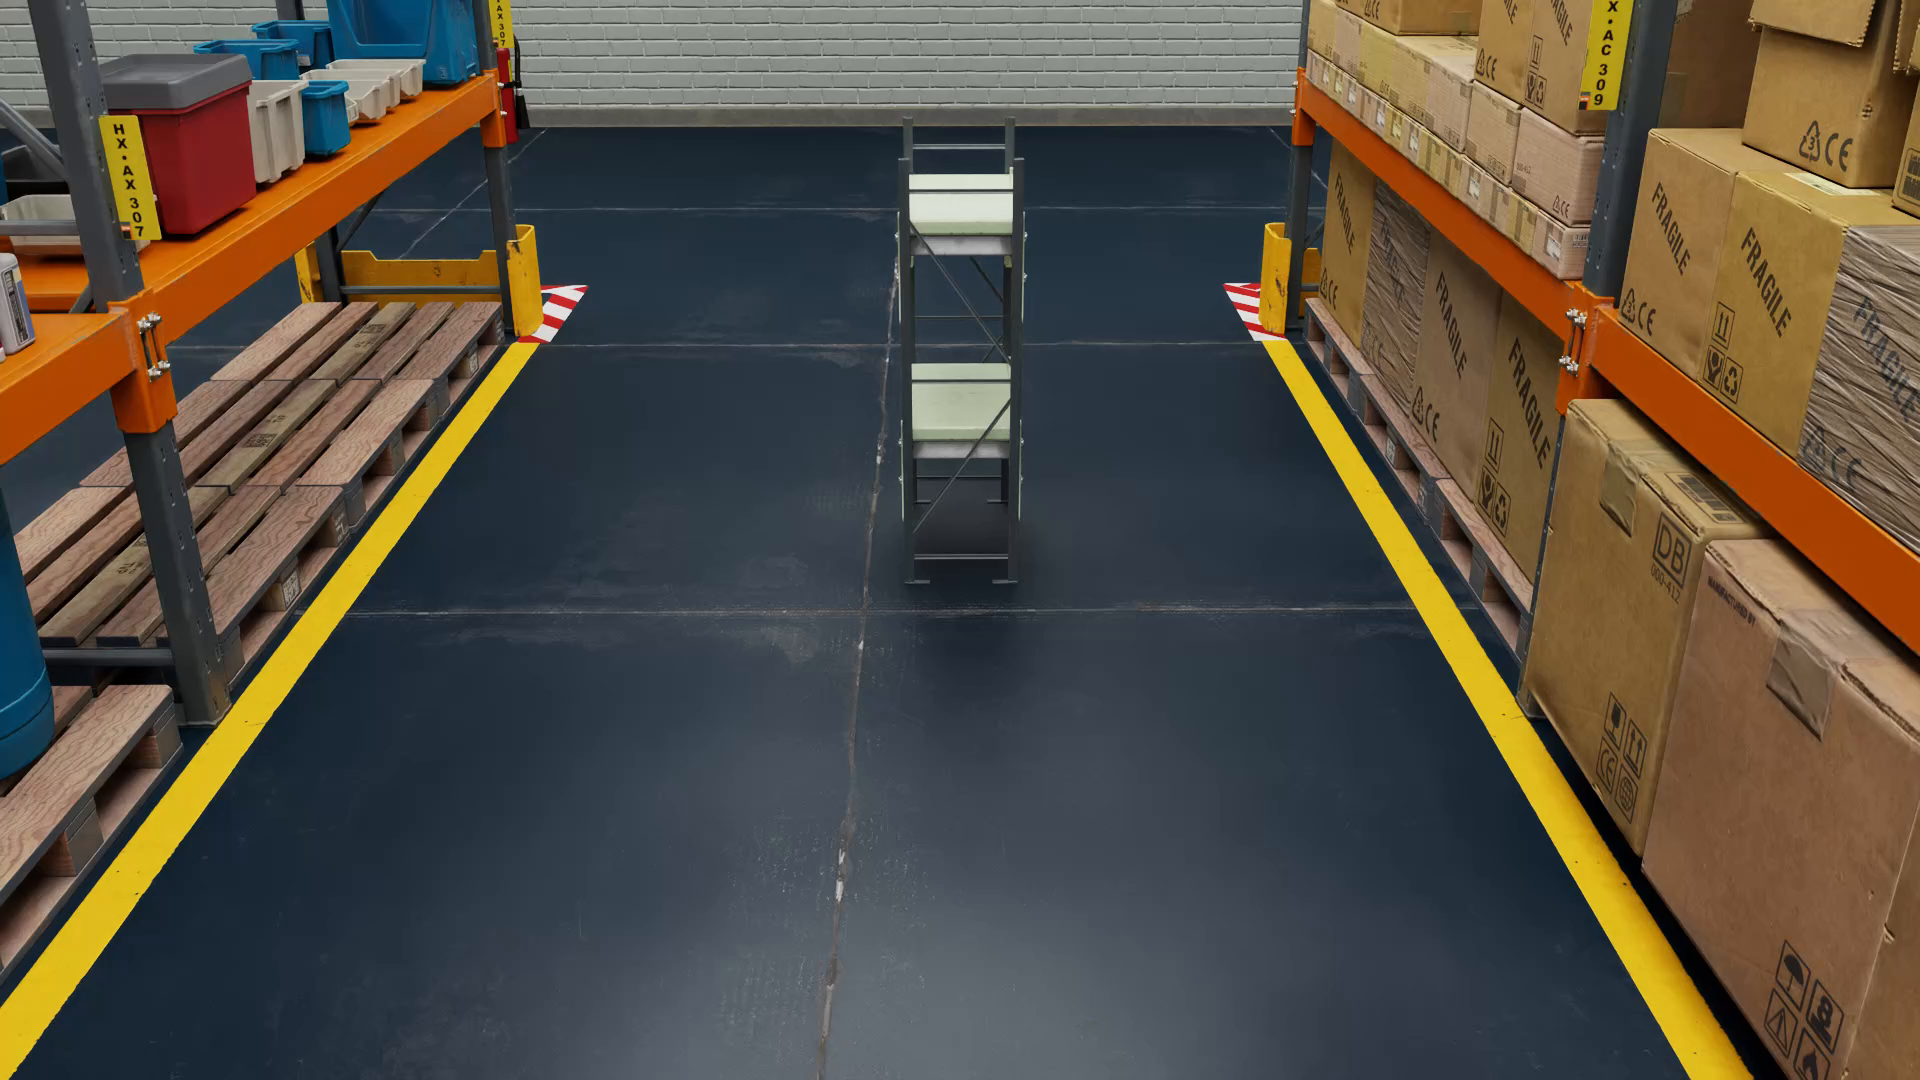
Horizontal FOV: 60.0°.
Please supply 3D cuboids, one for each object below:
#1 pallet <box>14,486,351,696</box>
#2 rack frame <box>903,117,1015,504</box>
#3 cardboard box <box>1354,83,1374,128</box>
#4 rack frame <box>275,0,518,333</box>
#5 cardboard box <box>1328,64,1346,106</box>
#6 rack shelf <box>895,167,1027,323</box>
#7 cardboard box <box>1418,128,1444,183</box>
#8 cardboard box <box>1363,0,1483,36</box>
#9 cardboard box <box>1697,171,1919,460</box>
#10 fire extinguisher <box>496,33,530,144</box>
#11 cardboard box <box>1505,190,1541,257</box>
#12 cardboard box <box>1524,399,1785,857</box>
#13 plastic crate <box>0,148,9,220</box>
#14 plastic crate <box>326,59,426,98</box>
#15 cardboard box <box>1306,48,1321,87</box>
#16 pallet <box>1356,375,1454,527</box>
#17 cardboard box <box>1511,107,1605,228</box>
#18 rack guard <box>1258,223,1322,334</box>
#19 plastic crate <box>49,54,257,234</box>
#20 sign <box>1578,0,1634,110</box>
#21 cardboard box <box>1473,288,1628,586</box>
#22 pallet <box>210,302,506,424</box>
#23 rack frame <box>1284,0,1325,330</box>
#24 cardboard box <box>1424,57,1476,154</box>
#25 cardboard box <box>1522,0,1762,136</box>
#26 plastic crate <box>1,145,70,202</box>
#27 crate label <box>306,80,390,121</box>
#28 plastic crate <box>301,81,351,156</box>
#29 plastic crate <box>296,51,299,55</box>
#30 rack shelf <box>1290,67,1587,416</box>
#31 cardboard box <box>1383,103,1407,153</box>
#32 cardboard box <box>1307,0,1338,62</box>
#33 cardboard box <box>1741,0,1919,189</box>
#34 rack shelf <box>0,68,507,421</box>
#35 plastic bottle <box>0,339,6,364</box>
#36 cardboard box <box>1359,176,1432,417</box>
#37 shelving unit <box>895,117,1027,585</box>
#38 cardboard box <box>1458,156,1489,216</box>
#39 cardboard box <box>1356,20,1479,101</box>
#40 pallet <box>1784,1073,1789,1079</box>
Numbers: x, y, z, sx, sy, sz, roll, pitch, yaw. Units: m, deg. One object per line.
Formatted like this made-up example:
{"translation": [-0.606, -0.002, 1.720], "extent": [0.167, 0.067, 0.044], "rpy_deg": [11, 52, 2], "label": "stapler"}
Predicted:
{"translation": [-2.781, 0.144, 5.674], "extent": [1.003, 0.211, 1.213], "rpy_deg": [0, 24, -1], "label": "pallet"}
{"translation": [-0.004, -0.831, 6.268], "extent": [0.400, 1.500, 0.023], "rpy_deg": [0, 24, -1], "label": "rack frame"}
{"translation": [1.862, -1.808, 6.913], "extent": [0.380, 0.149, 0.250], "rpy_deg": [-1, 24, -2], "label": "cardboard box"}
{"translation": [-2.778, -2.472, 8.075], "extent": [1.000, 3.000, 0.127], "rpy_deg": [0, 24, -1], "label": "rack frame"}
{"translation": [1.856, -2.020, 7.382], "extent": [0.380, 0.149, 0.250], "rpy_deg": [-1, 24, -2], "label": "cardboard box"}
{"translation": [0.000, -1.036, 5.774], "extent": [0.431, 0.370, 0.720], "rpy_deg": [0, 24, -1], "label": "rack shelf"}
{"translation": [1.873, -1.385, 5.977], "extent": [0.380, 0.149, 0.250], "rpy_deg": [-1, 24, -1], "label": "cardboard box"}
{"translation": [1.927, -2.284, 6.571], "extent": [0.500, 0.500, 0.500], "rpy_deg": [-1, 24, -2], "label": "cardboard box"}
{"translation": [1.980, -0.493, 3.579], "extent": [0.500, 0.500, 0.500], "rpy_deg": [0, 24, 0], "label": "cardboard box"}
{"translation": [-2.325, -2.331, 8.309], "extent": [0.296, 0.674, 0.183], "rpy_deg": [0, 24, -1], "label": "fire extinguisher"}
{"translation": [1.885, -0.962, 5.041], "extent": [0.380, 0.149, 0.250], "rpy_deg": [0, 24, 0], "label": "cardboard box"}
{"translation": [2.246, 0.195, 4.248], "extent": [1.225, 0.875, 0.875], "rpy_deg": [0, 24, 0], "label": "cardboard box"}
{"translation": [-3.080, -1.034, 4.843], "extent": [0.392, 0.384, 0.575], "rpy_deg": [0, 24, -1], "label": "plastic crate"}
{"translation": [-2.588, -2.043, 7.375], "extent": [0.396, 0.136, 0.243], "rpy_deg": [0, 24, -1], "label": "plastic crate"}
{"translation": [1.849, -2.232, 7.849], "extent": [0.380, 0.149, 0.250], "rpy_deg": [0, 24, 0], "label": "cardboard box"}
{"translation": [2.272, -0.393, 6.862], "extent": [1.003, 0.211, 1.213], "rpy_deg": [0, 24, -1], "label": "pallet"}
{"translation": [1.951, -1.093, 4.849], "extent": [0.500, 0.250, 0.500], "rpy_deg": [-1, 24, -2], "label": "cardboard box"}
{"translation": [2.175, -1.365, 8.661], "extent": [1.175, 0.500, 0.348], "rpy_deg": [0, 24, -1], "label": "rack guard"}
{"translation": [-2.493, -1.249, 5.221], "extent": [0.402, 0.464, 0.583], "rpy_deg": [0, 24, -1], "label": "plastic crate"}
{"translation": [1.664, -1.273, 4.278], "extent": [0.100, 0.325, 0.005], "rpy_deg": [0, 24, -1], "label": "sign"}
{"translation": [2.292, -0.341, 5.433], "extent": [0.875, 0.875, 0.875], "rpy_deg": [0, 24, -1], "label": "cardboard box"}
{"translation": [-2.807, -0.861, 7.897], "extent": [1.003, 0.211, 1.213], "rpy_deg": [0, 24, -1], "label": "pallet"}
{"translation": [2.175, -2.494, 8.124], "extent": [1.000, 3.000, 0.127], "rpy_deg": [0, 24, -1], "label": "rack frame"}
{"translation": [1.938, -1.517, 5.785], "extent": [0.500, 0.250, 0.500], "rpy_deg": [0, 24, 1], "label": "cardboard box"}
{"translation": [1.946, -1.443, 4.711], "extent": [0.500, 0.500, 0.500], "rpy_deg": [0, 24, 1], "label": "cardboard box"}
{"translation": [-3.015, -1.185, 5.492], "extent": [0.437, 0.125, 0.590], "rpy_deg": [0, 24, -1], "label": "plastic crate"}
{"translation": [-2.571, -1.809, 6.858], "extent": [0.396, 0.136, 0.243], "rpy_deg": [0, 24, -1], "label": "crate label"}
{"translation": [-2.499, -1.577, 6.228], "extent": [0.416, 0.233, 0.300], "rpy_deg": [0, 24, -1], "label": "plastic crate"}
{"translation": [-3.183, -2.143, 7.595], "extent": [0.250, 0.136, 0.298], "rpy_deg": [0, 24, -1], "label": "plastic crate"}
{"translation": [2.197, -1.342, 6.450], "extent": [1.077, 0.370, 4.000], "rpy_deg": [0, 24, -1], "label": "rack shelf"}
{"translation": [1.867, -1.598, 6.447], "extent": [0.380, 0.149, 0.250], "rpy_deg": [-1, 24, -2], "label": "cardboard box"}
{"translation": [1.910, -2.362, 7.653], "extent": [0.500, 0.250, 0.500], "rpy_deg": [-1, 24, -2], "label": "cardboard box"}
{"translation": [2.234, -1.085, 3.670], "extent": [0.797, 0.503, 0.637], "rpy_deg": [-1, 24, -2], "label": "cardboard box"}
{"translation": [-2.756, -1.320, 6.401], "extent": [1.077, 0.370, 4.000], "rpy_deg": [0, 24, -1], "label": "rack shelf"}
{"translation": [-2.378, -0.524, 4.010], "extent": [0.097, 0.201, 0.097], "rpy_deg": [0, 24, 0], "label": "plastic bottle"}
{"translation": [2.272, -1.079, 7.064], "extent": [0.875, 0.875, 0.875], "rpy_deg": [0, 24, -1], "label": "cardboard box"}
{"translation": [0.000, -0.681, 5.935], "extent": [0.431, 1.500, 0.755], "rpy_deg": [0, 24, -1], "label": "shelving unit"}
{"translation": [1.879, -1.173, 5.509], "extent": [0.380, 0.149, 0.250], "rpy_deg": [0, 24, 0], "label": "cardboard box"}
{"translation": [1.925, -1.941, 6.722], "extent": [0.500, 0.250, 0.500], "rpy_deg": [-1, 24, -2], "label": "cardboard box"}
{"translation": [2.319, 1.247, 3.238], "extent": [1.003, 0.211, 1.213], "rpy_deg": [0, 24, -1], "label": "pallet"}
